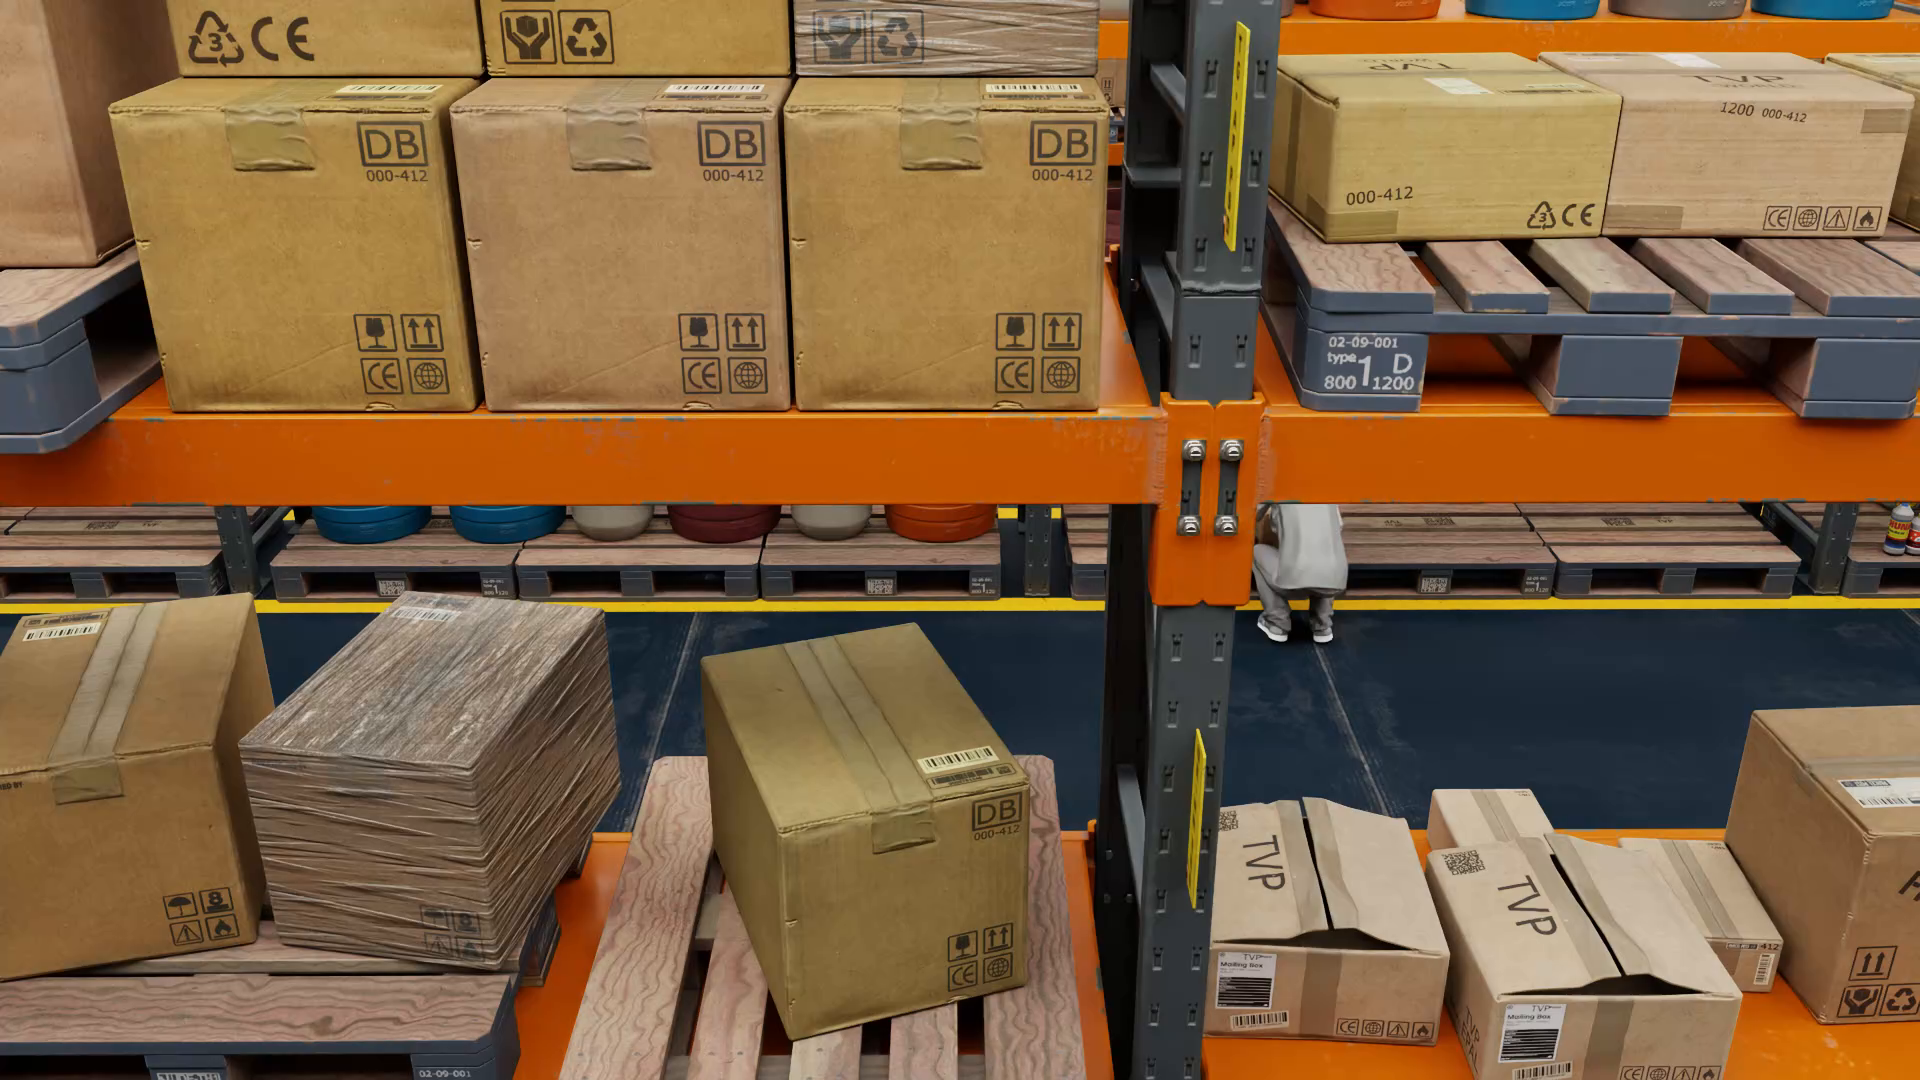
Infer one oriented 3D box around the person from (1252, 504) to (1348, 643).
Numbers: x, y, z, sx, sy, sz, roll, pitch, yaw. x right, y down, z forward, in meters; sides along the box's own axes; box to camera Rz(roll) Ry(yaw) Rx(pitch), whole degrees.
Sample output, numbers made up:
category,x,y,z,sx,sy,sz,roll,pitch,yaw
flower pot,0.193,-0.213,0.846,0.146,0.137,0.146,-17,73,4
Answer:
category,x,y,z,sx,sy,sz,roll,pitch,yaw
person,1.626,-0.004,7.996,0.506,0.885,0.805,0,24,-1
